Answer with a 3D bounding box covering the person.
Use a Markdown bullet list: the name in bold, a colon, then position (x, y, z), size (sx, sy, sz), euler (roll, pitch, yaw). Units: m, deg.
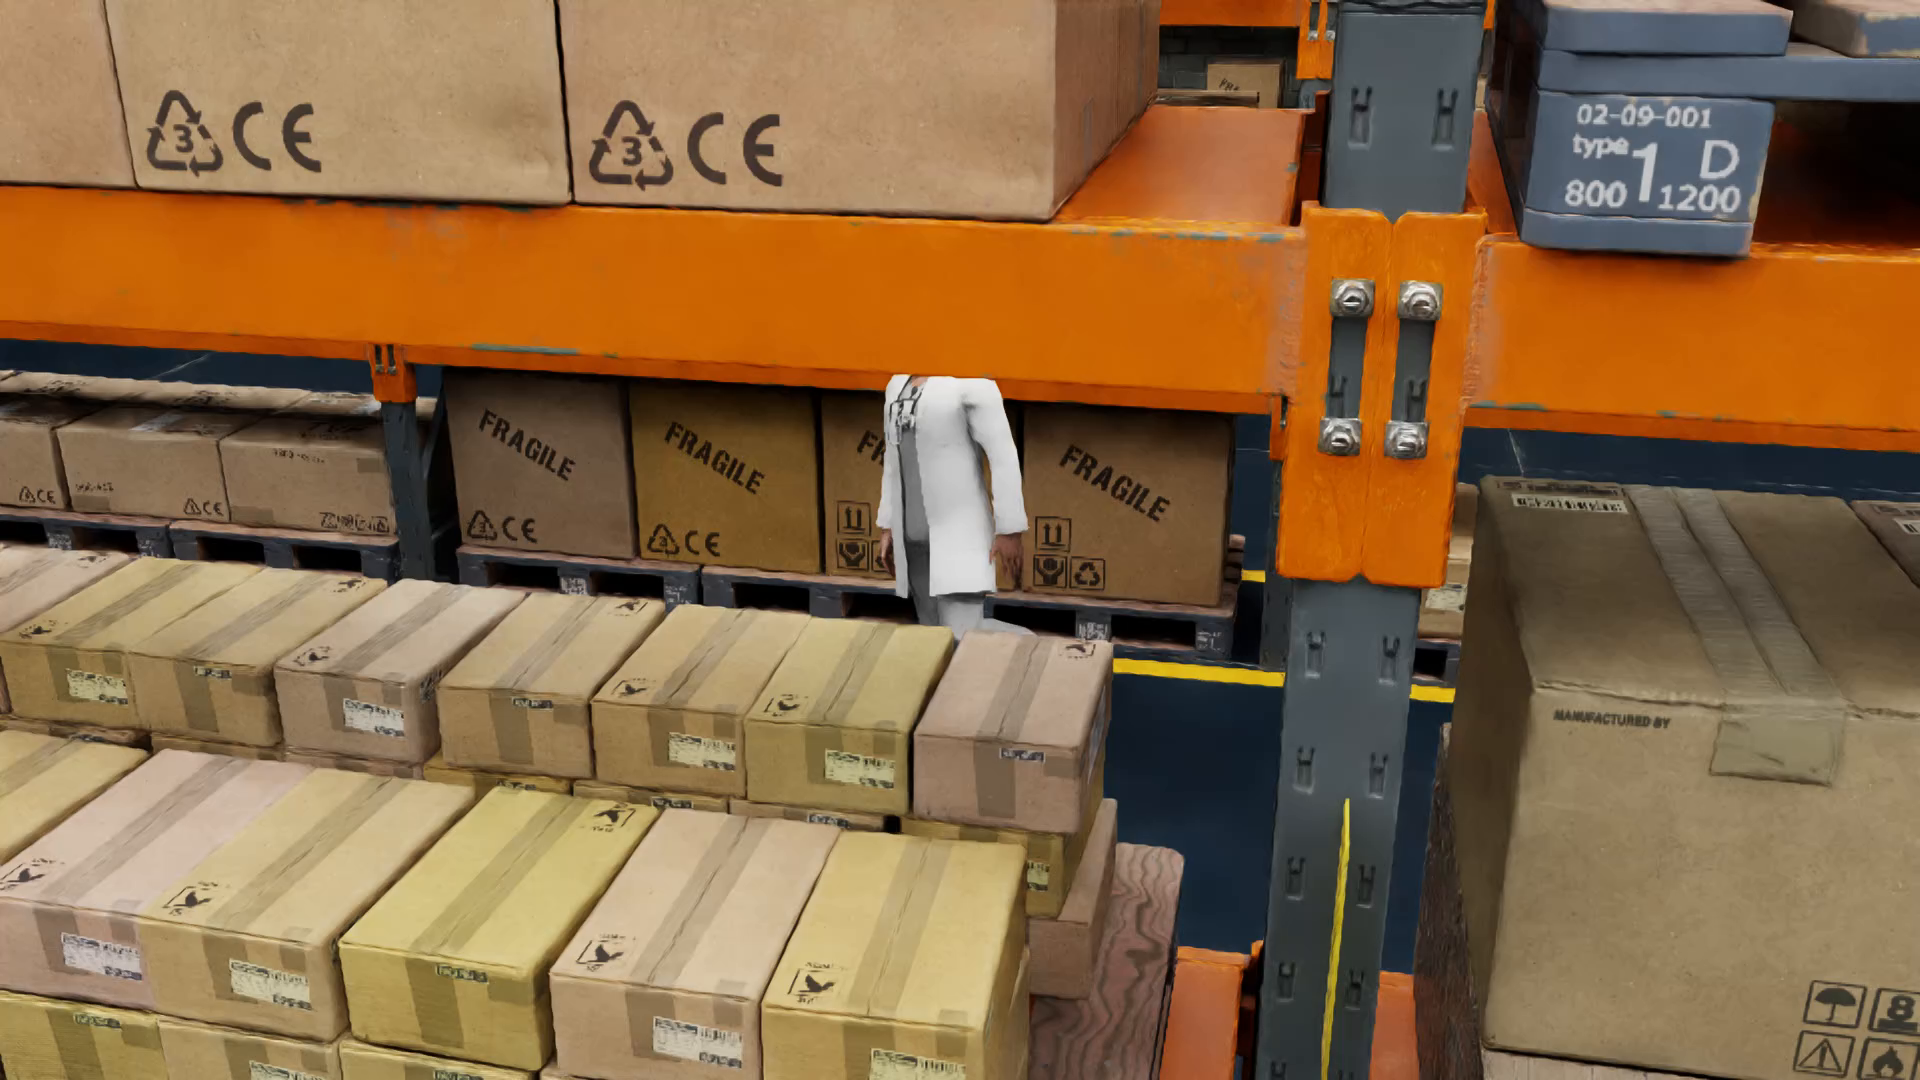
- **person**: position (-0.041, -0.026, 6.198), size (0.696, 1.739, 0.662), euler (16, 26, 35)
